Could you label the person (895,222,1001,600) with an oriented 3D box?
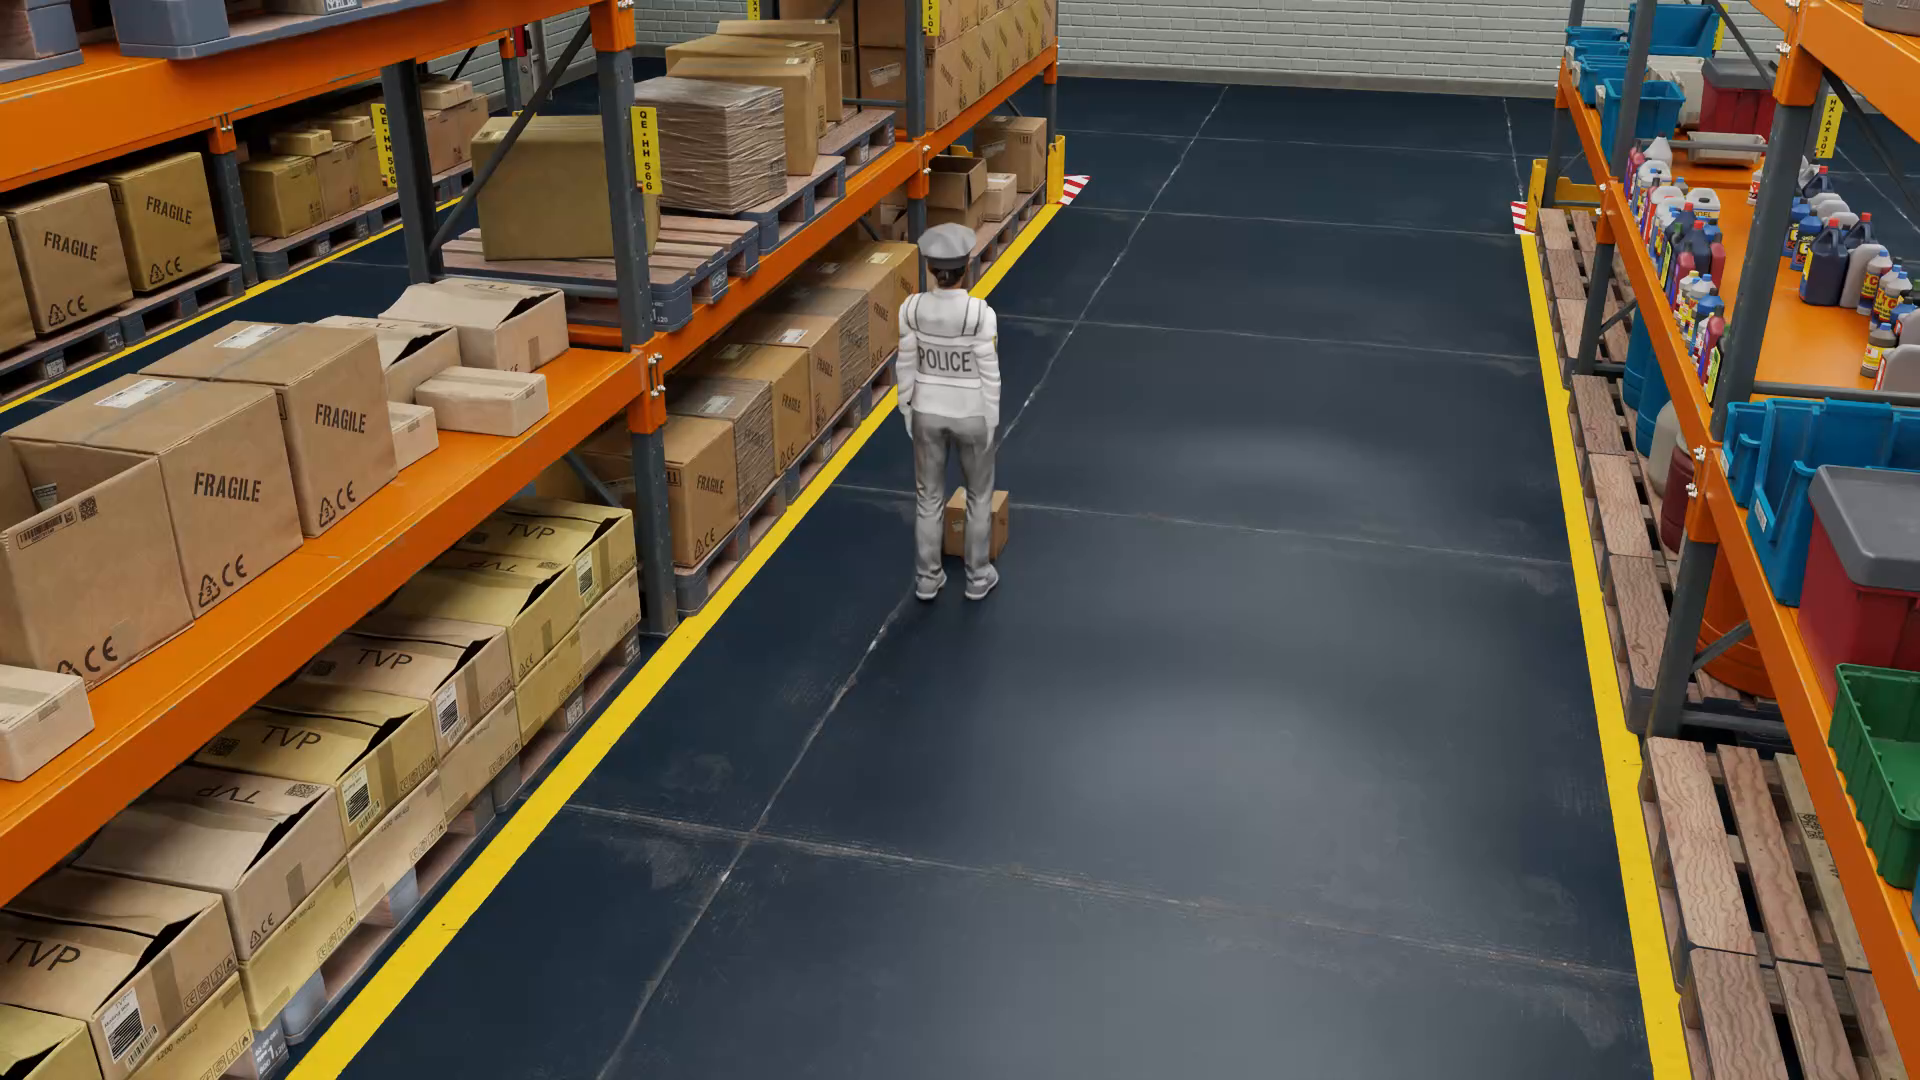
[{"bbox_3d":[-0.042,-0.537,7.220,0.467,1.680,0.355,7,26,14],"label":"person"}]
